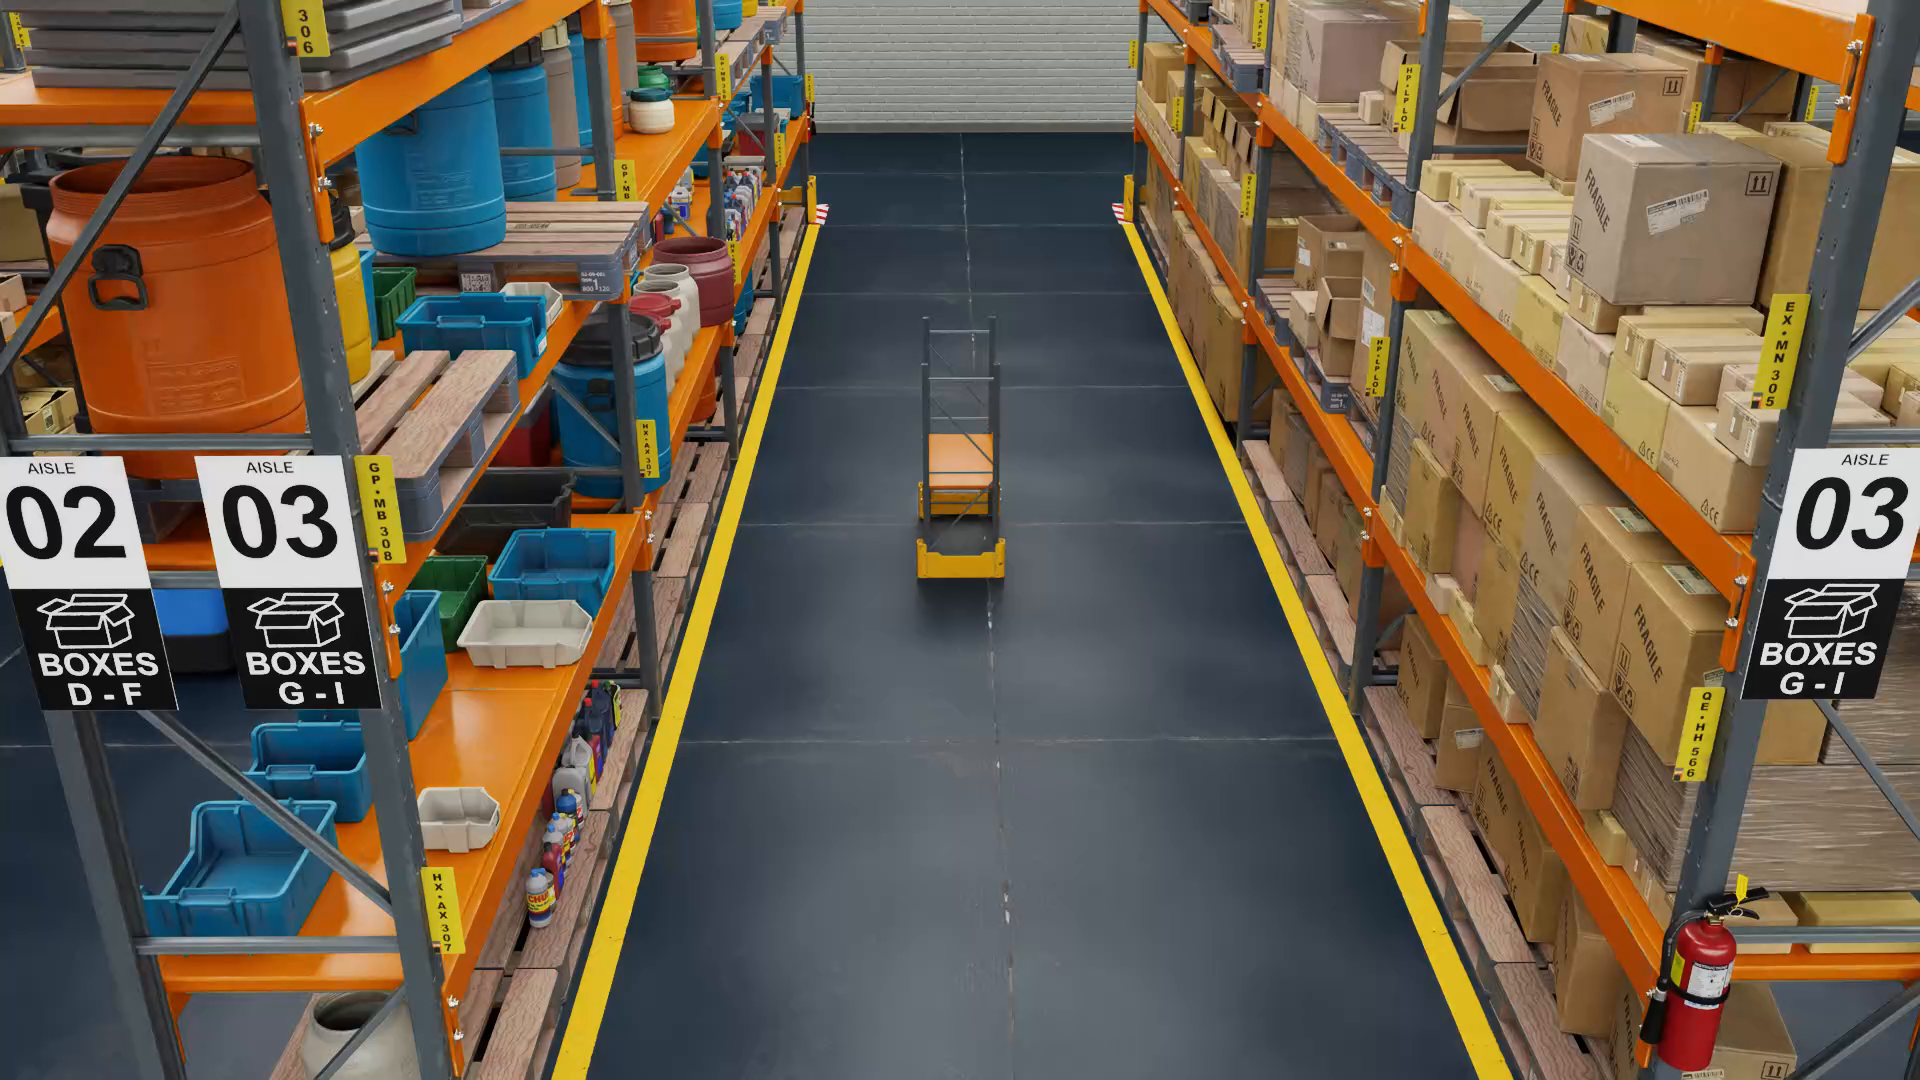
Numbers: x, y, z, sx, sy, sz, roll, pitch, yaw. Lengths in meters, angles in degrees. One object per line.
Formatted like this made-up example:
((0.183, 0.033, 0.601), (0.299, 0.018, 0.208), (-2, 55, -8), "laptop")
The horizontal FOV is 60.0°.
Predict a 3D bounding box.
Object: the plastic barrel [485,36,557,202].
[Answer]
((-2.434, -2.164, 8.646), (0.600, 0.901, 0.708), (0, 24, -1), "plastic barrel")

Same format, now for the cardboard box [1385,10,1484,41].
((2.960, -3.060, 10.508), (0.500, 0.500, 0.500), (0, 24, 0), "cardboard box")

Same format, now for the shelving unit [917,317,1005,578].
((0.001, -0.652, 11.371), (0.587, 1.500, 1.083), (0, 24, -1), "shelving unit")

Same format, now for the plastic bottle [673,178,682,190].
((-2.671, -3.257, 15.462), (0.152, 0.276, 0.135), (0, 24, -1), "plastic bottle")

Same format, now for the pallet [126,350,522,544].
((-2.079, -0.334, 5.437), (1.003, 0.211, 1.213), (0, 24, -1), "pallet")

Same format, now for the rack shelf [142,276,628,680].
((-2.190, -0.575, 6.614), (1.077, 0.370, 4.000), (0, 24, -1), "rack shelf")

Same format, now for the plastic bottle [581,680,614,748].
((-1.916, 0.910, 8.778), (0.144, 0.351, 0.185), (-1, 24, -2), "plastic bottle")

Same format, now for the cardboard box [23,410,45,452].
((-6.944, -0.753, 11.921), (0.500, 0.311, 0.500), (-1, 24, -1), "cardboard box")

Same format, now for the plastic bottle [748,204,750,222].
((-1.931, -2.944, 14.860), (0.097, 0.201, 0.097), (0, 24, 0), "plastic bottle")

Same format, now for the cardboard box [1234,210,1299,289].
((2.445, -2.278, 13.026), (0.500, 0.500, 0.500), (0, 24, 1), "cardboard box")

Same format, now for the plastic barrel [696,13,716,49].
((-2.037, -3.933, 12.846), (0.294, 0.245, 0.294), (0, 24, 0), "plastic barrel")

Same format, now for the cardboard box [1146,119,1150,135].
((2.297, -4.641, 18.677), (0.380, 0.149, 0.250), (-1, 24, -2), "cardboard box")

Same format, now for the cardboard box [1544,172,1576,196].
((2.945, -1.619, 7.748), (0.380, 0.149, 0.250), (0, 24, 0), "cardboard box")

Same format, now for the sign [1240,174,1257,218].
((2.143, -2.554, 12.353), (0.100, 0.325, 0.005), (0, 24, -1), "sign")

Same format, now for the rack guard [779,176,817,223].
((-2.355, -4.176, 20.376), (1.175, 0.500, 0.348), (0, 24, -1), "rack guard")

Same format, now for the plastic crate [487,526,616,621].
((-1.928, 0.162, 7.931), (0.499, 0.251, 0.616), (0, 24, -1), "plastic crate")

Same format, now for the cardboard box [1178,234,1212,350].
((2.692, -2.270, 15.198), (1.225, 0.875, 0.875), (-1, 24, -2), "cardboard box")

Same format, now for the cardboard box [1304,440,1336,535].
((2.757, -0.354, 11.392), (0.700, 0.500, 0.500), (2, 24, 4), "cardboard box")

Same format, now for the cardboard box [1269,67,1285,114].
((2.448, -3.134, 11.582), (0.500, 0.250, 0.500), (0, 24, 0), "cardboard box")

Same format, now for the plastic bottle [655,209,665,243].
((-2.556, -2.668, 14.150), (0.061, 0.283, 0.133), (0, 24, -1), "plastic bottle")

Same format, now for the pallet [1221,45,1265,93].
((2.638, -3.576, 12.607), (1.213, 0.211, 1.003), (1, 24, 2), "pallet")

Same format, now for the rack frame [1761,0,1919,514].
((2.785, -1.468, 4.075), (1.000, 3.000, 0.127), (0, 24, -1), "rack frame")

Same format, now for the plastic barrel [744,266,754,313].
((-2.310, -2.668, 16.045), (0.600, 0.901, 0.708), (0, 24, -1), "plastic barrel")

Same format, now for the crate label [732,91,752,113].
((-2.669, -5.153, 19.633), (0.416, 0.233, 0.303), (0, 24, -1), "crate label")

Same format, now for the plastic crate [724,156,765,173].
((-2.161, -3.756, 16.662), (0.396, 0.136, 0.243), (0, 24, -1), "plastic crate")

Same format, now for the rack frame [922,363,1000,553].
((0.006, -0.439, 10.900), (0.500, 1.500, 0.032), (0, 24, -1), "rack frame")

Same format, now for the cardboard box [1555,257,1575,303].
((2.506, -0.976, 6.327), (0.380, 0.149, 0.250), (-1, 24, -3), "cardboard box")

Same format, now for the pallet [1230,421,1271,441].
((2.764, -1.085, 13.893), (1.003, 0.211, 1.213), (0, 24, -1), "pallet")

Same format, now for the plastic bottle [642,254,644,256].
((-2.678, -2.466, 13.804), (0.097, 0.201, 0.097), (0, 24, 0), "plastic bottle")

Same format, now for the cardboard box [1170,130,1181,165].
((2.387, -3.927, 16.613), (0.500, 0.250, 0.500), (-1, 24, -2), "cardboard box")

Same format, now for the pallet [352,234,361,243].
((-7.274, -3.152, 18.464), (1.003, 0.211, 1.213), (0, 24, -1), "pallet")

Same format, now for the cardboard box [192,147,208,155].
((-7.470, -3.677, 15.608), (0.700, 0.500, 0.500), (-9, 26, -18), "cardboard box")

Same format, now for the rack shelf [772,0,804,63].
((-2.320, -5.520, 17.547), (1.077, 0.370, 4.000), (0, 24, -1), "rack shelf")

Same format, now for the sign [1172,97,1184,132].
((2.099, -4.106, 16.043), (0.100, 0.325, 0.005), (0, 24, -1), "sign")

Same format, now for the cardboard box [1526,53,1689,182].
((3.001, -1.974, 7.745), (0.500, 0.500, 0.500), (-1, 24, -2), "cardboard box")

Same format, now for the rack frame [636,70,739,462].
((-2.255, -2.008, 12.551), (1.000, 3.000, 0.127), (0, 24, -1), "rack frame")

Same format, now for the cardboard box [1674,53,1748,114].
((7.339, -4.489, 16.339), (0.500, 0.500, 0.500), (-1, 24, -2), "cardboard box")

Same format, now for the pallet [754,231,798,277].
((-2.362, -3.193, 18.553), (1.003, 0.211, 1.213), (0, 24, -1), "pallet")

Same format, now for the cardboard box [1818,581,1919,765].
((3.051, 0.401, 5.527), (0.500, 0.500, 0.500), (0, 24, -1), "cardboard box")

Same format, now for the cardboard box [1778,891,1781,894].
((3.037, 1.159, 5.853), (0.380, 0.149, 0.250), (0, 24, -1), "cardboard box")

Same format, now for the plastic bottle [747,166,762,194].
((-1.971, -3.439, 15.865), (0.152, 0.276, 0.135), (0, 24, -1), "plastic bottle")

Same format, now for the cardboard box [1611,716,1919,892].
((2.806, 0.858, 5.731), (0.875, 0.500, 0.500), (0, 24, -1), "cardboard box")

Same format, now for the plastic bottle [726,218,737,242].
((-1.920, -2.558, 13.922), (0.097, 0.271, 0.097), (0, 24, 0), "plastic bottle")

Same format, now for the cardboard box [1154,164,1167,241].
((2.707, -3.912, 18.828), (0.875, 0.875, 0.875), (0, 24, -1), "cardboard box")

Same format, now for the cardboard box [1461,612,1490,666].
((2.473, 0.440, 7.442), (0.380, 0.149, 0.250), (0, 24, -1), "cardboard box")

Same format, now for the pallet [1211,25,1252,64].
((2.622, -4.037, 13.626), (1.003, 0.211, 1.213), (1, 24, 2), "pallet")

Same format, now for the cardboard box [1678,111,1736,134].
((7.327, -4.039, 16.557), (0.500, 0.500, 0.500), (0, 24, 0), "cardboard box")

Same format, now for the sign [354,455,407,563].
((-1.618, -0.083, 4.643), (0.100, 0.325, 0.005), (0, 24, -1), "sign")

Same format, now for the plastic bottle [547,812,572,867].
((-1.881, 1.400, 7.792), (0.097, 0.271, 0.097), (0, 24, 0), "plastic bottle")

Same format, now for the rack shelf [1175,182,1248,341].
((2.676, -2.527, 14.570), (1.077, 0.370, 4.000), (0, 24, -1), "rack shelf")

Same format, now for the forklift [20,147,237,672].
((-4.900, -1.106, 10.638), (1.130, 2.935, 3.031), (-1, 24, -3), "forklift")

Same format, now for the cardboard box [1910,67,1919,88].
((7.398, -3.658, 12.436), (0.500, 0.500, 0.500), (0, 24, -1), "cardboard box")

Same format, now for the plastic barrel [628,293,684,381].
((-2.015, -1.298, 10.815), (0.433, 0.535, 0.433), (0, 24, 0), "plastic barrel")

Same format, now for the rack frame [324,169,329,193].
((-7.295, -5.284, 19.793), (1.000, 3.000, 0.127), (0, 24, -1), "rack frame")

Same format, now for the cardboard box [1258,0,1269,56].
((2.619, -3.887, 12.429), (0.797, 0.503, 0.637), (1, 24, 3), "cardboard box")

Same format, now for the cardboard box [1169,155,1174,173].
((2.320, -3.795, 16.805), (0.380, 0.149, 0.250), (0, 24, 0), "cardboard box")

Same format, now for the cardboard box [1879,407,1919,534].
((3.038, -0.232, 5.165), (0.500, 0.250, 0.500), (0, 24, 1), "cardboard box")

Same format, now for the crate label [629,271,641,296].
((-2.515, -1.614, 11.635), (0.502, 0.435, 0.616), (0, 24, -1), "crate label")
